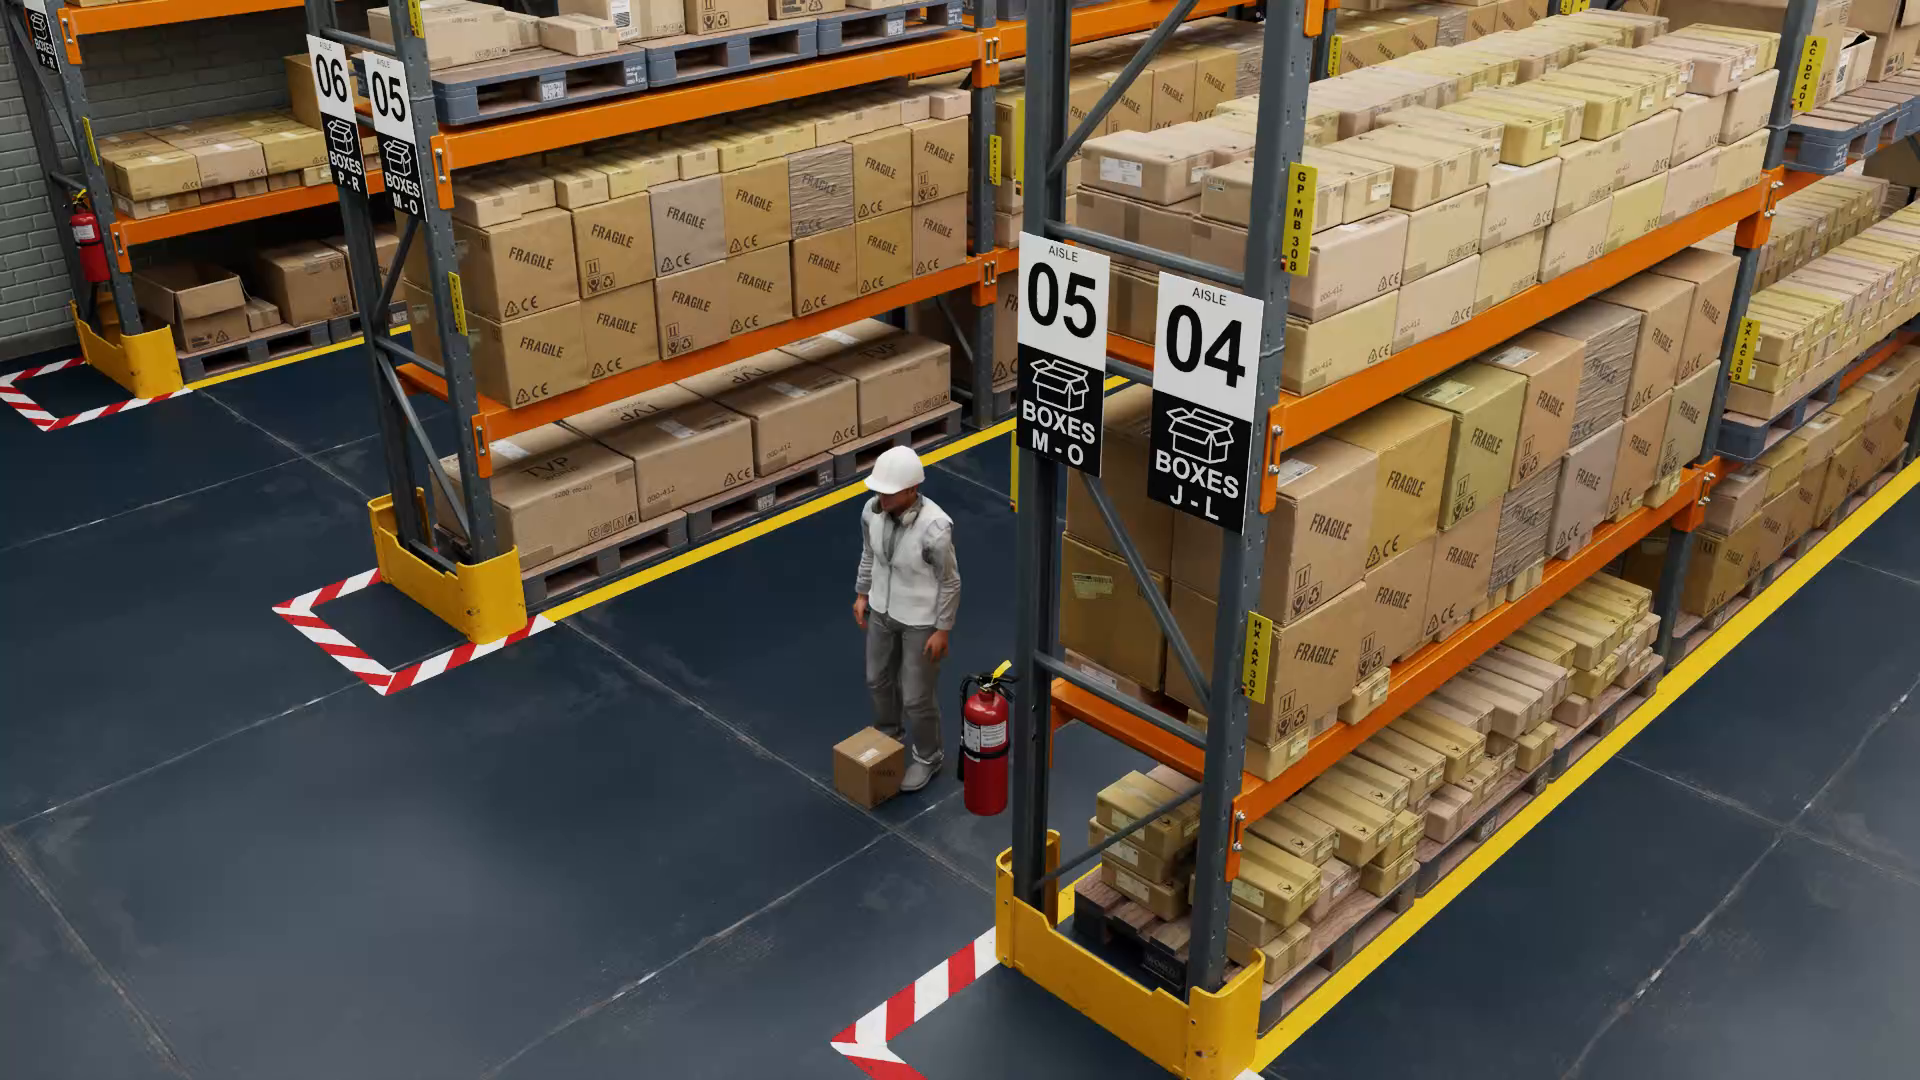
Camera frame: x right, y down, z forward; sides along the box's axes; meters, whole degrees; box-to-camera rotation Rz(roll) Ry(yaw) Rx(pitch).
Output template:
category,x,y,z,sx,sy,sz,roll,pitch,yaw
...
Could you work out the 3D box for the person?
category,x,y,z,sx,sy,sz,roll,pitch,yaw
person,-0.258,0.349,7.922,0.593,1.773,0.457,22,35,36
